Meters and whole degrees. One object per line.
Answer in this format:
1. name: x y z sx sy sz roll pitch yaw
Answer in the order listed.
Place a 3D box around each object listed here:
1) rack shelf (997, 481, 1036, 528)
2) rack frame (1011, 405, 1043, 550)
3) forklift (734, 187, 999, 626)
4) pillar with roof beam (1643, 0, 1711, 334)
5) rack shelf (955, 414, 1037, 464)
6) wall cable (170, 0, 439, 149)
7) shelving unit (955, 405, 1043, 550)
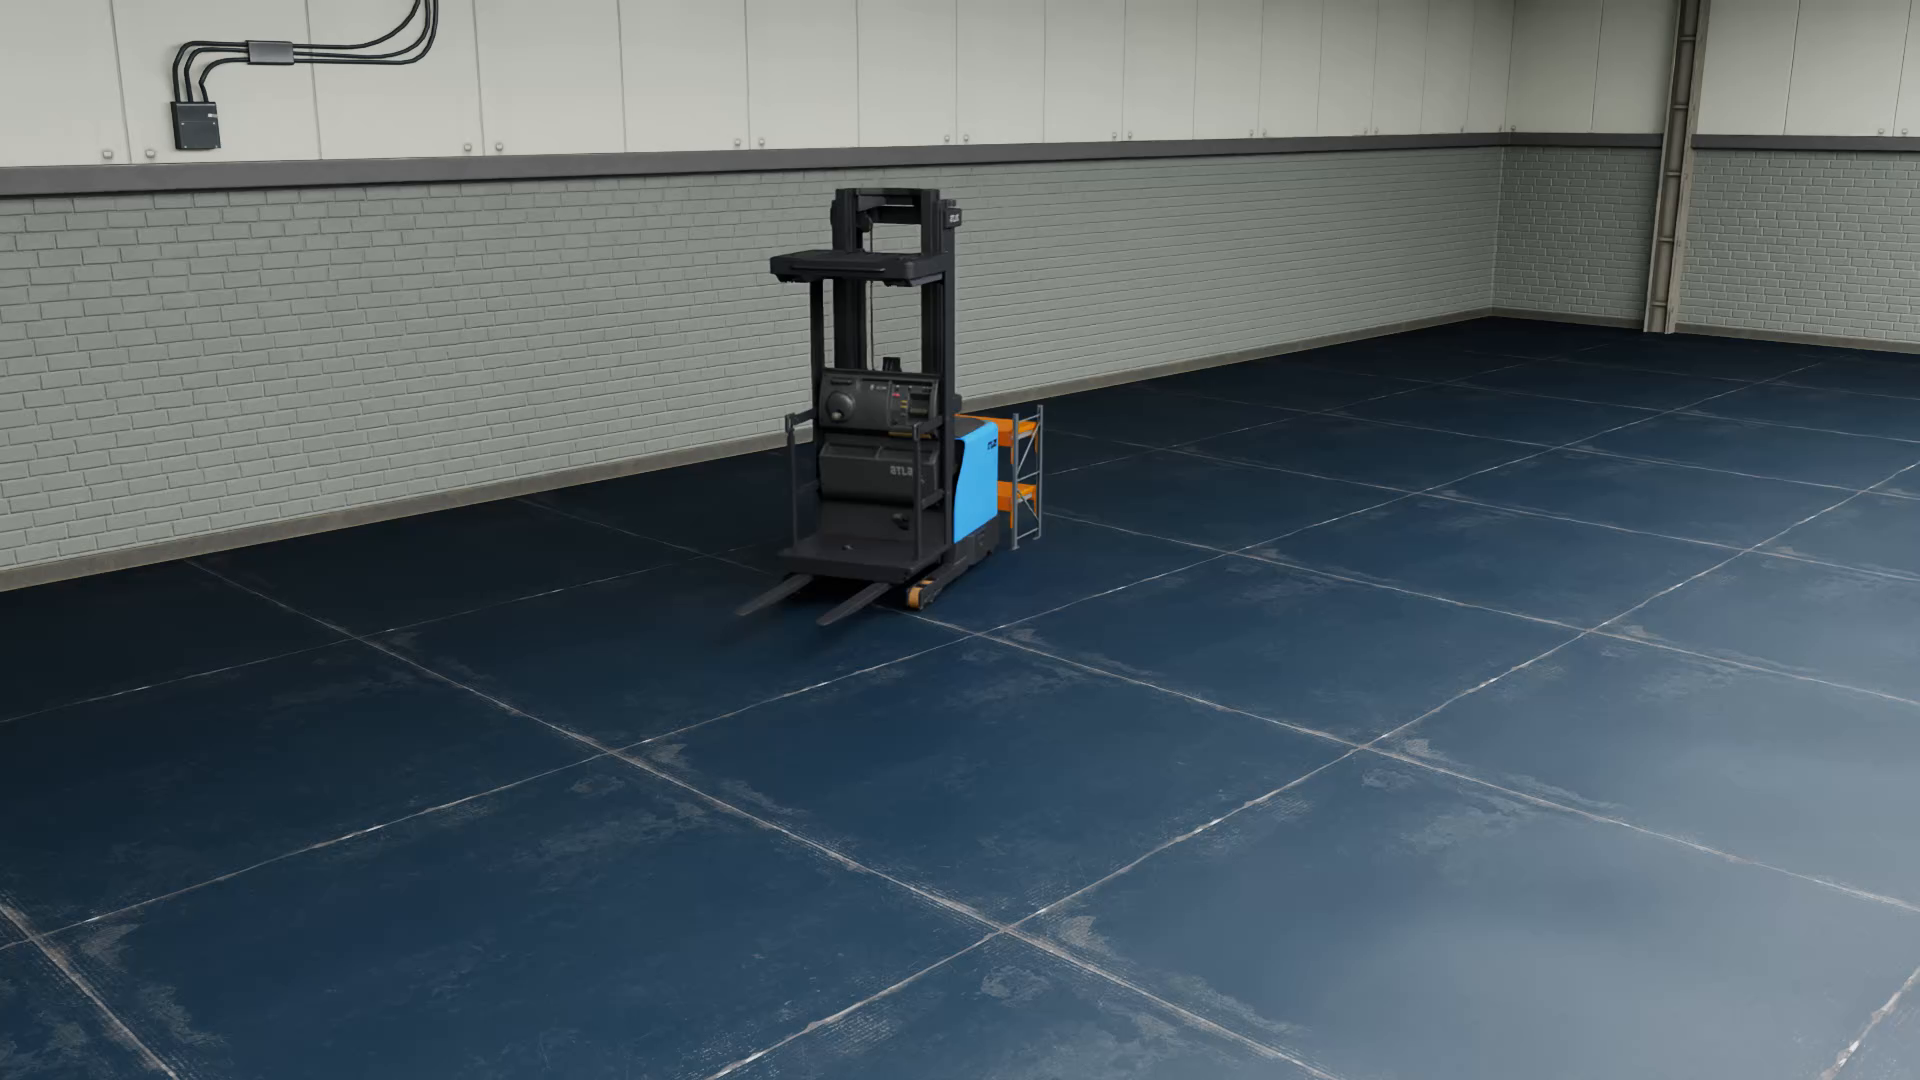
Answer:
1. rack shelf: 0.105 -0.345 13.987 1.000 0.278 0.538 8 16 27
2. rack frame: 0.553 -0.520 13.693 0.032 1.125 0.500 8 16 27
3. forklift: -0.674 -1.032 12.080 1.130 2.935 3.031 5 16 20
4. pillar with roof beam: 8.286 -6.930 22.682 0.400 9.000 9.100 14 20 42
5. rack shelf: 0.107 -0.865 13.853 1.000 0.278 0.538 8 16 27
6. wall cable: -5.193 -6.116 12.811 0.169 6.003 2.305 14 20 42
7. shelving unit: 0.106 -0.582 13.926 1.048 1.125 0.538 8 16 27
